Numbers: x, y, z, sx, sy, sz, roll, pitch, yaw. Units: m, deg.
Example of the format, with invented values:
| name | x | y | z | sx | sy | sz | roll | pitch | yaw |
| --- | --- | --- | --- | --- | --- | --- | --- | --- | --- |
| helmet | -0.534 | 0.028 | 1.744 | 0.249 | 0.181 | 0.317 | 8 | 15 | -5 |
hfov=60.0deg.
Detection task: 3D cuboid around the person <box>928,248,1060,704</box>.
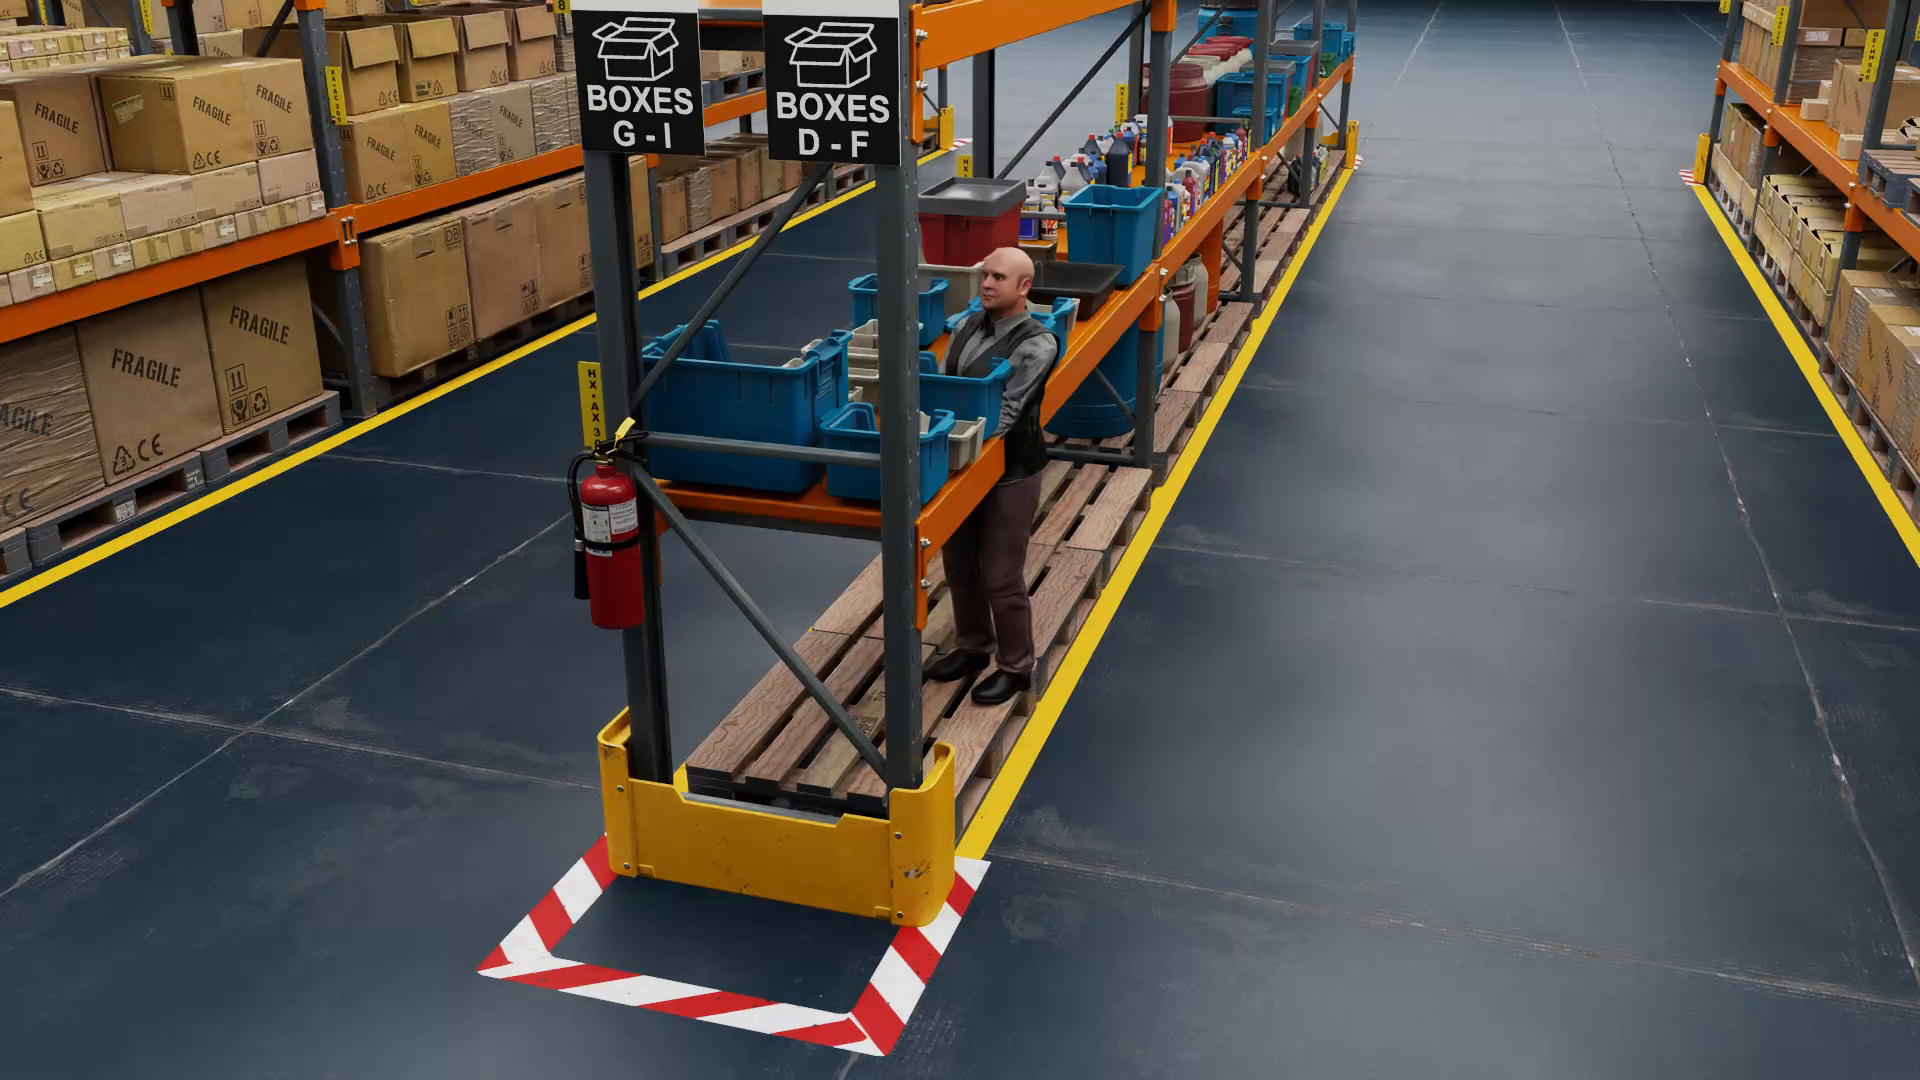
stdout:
| name | x | y | z | sx | sy | sz | roll | pitch | yaw |
| --- | --- | --- | --- | --- | --- | --- | --- | --- | --- |
| person | 0.055 | -0.180 | 6.196 | 0.550 | 1.632 | 0.494 | -17 | 27 | -37 |
